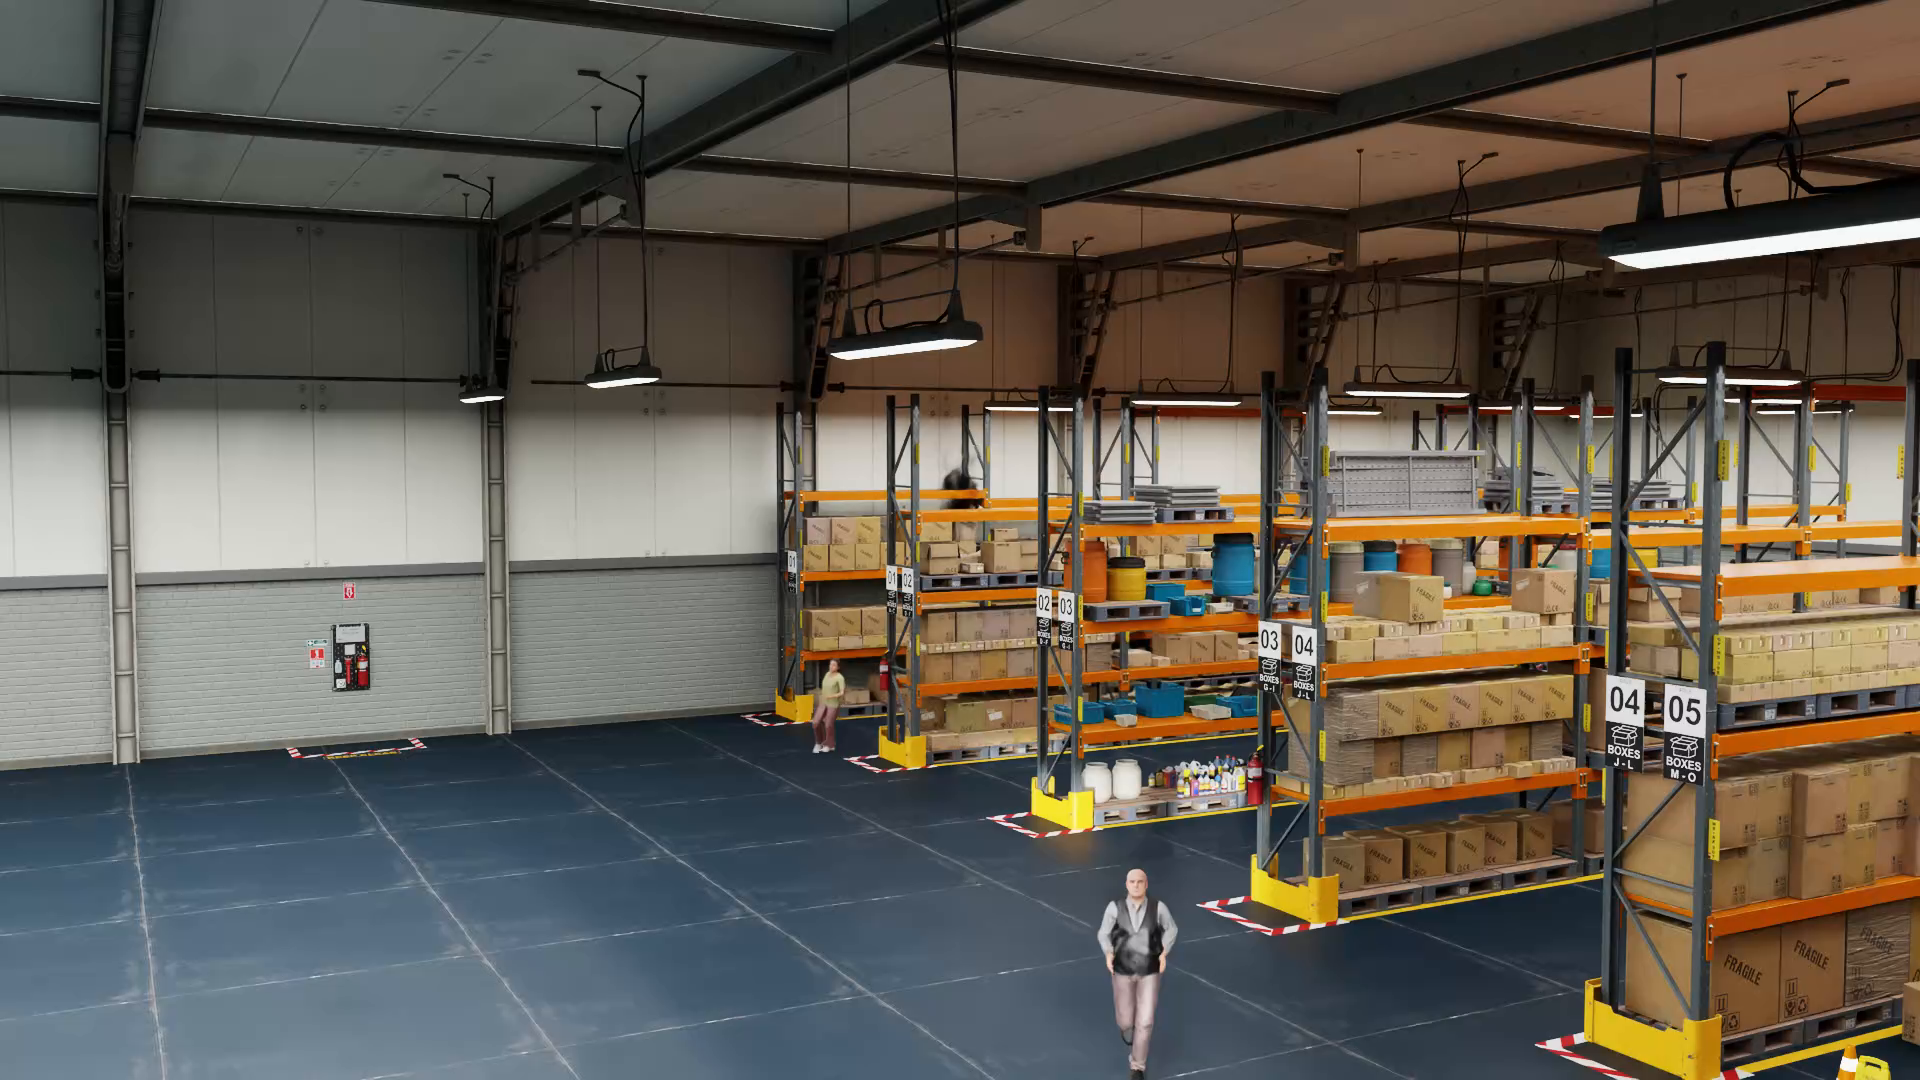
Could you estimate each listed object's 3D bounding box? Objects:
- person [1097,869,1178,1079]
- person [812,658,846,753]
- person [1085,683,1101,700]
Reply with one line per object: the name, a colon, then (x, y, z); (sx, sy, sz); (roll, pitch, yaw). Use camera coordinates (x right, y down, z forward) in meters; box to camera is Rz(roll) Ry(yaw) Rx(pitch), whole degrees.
person: (1.461, 3.555, 13.701); (0.661, 1.705, 0.792); (0, 3, 7)
person: (-2.168, 2.769, 27.817); (0.613, 1.631, 0.586); (2, 4, 29)
person: (2.469, 2.582, 30.936); (0.691, 1.705, 0.544); (-2, 4, -30)
